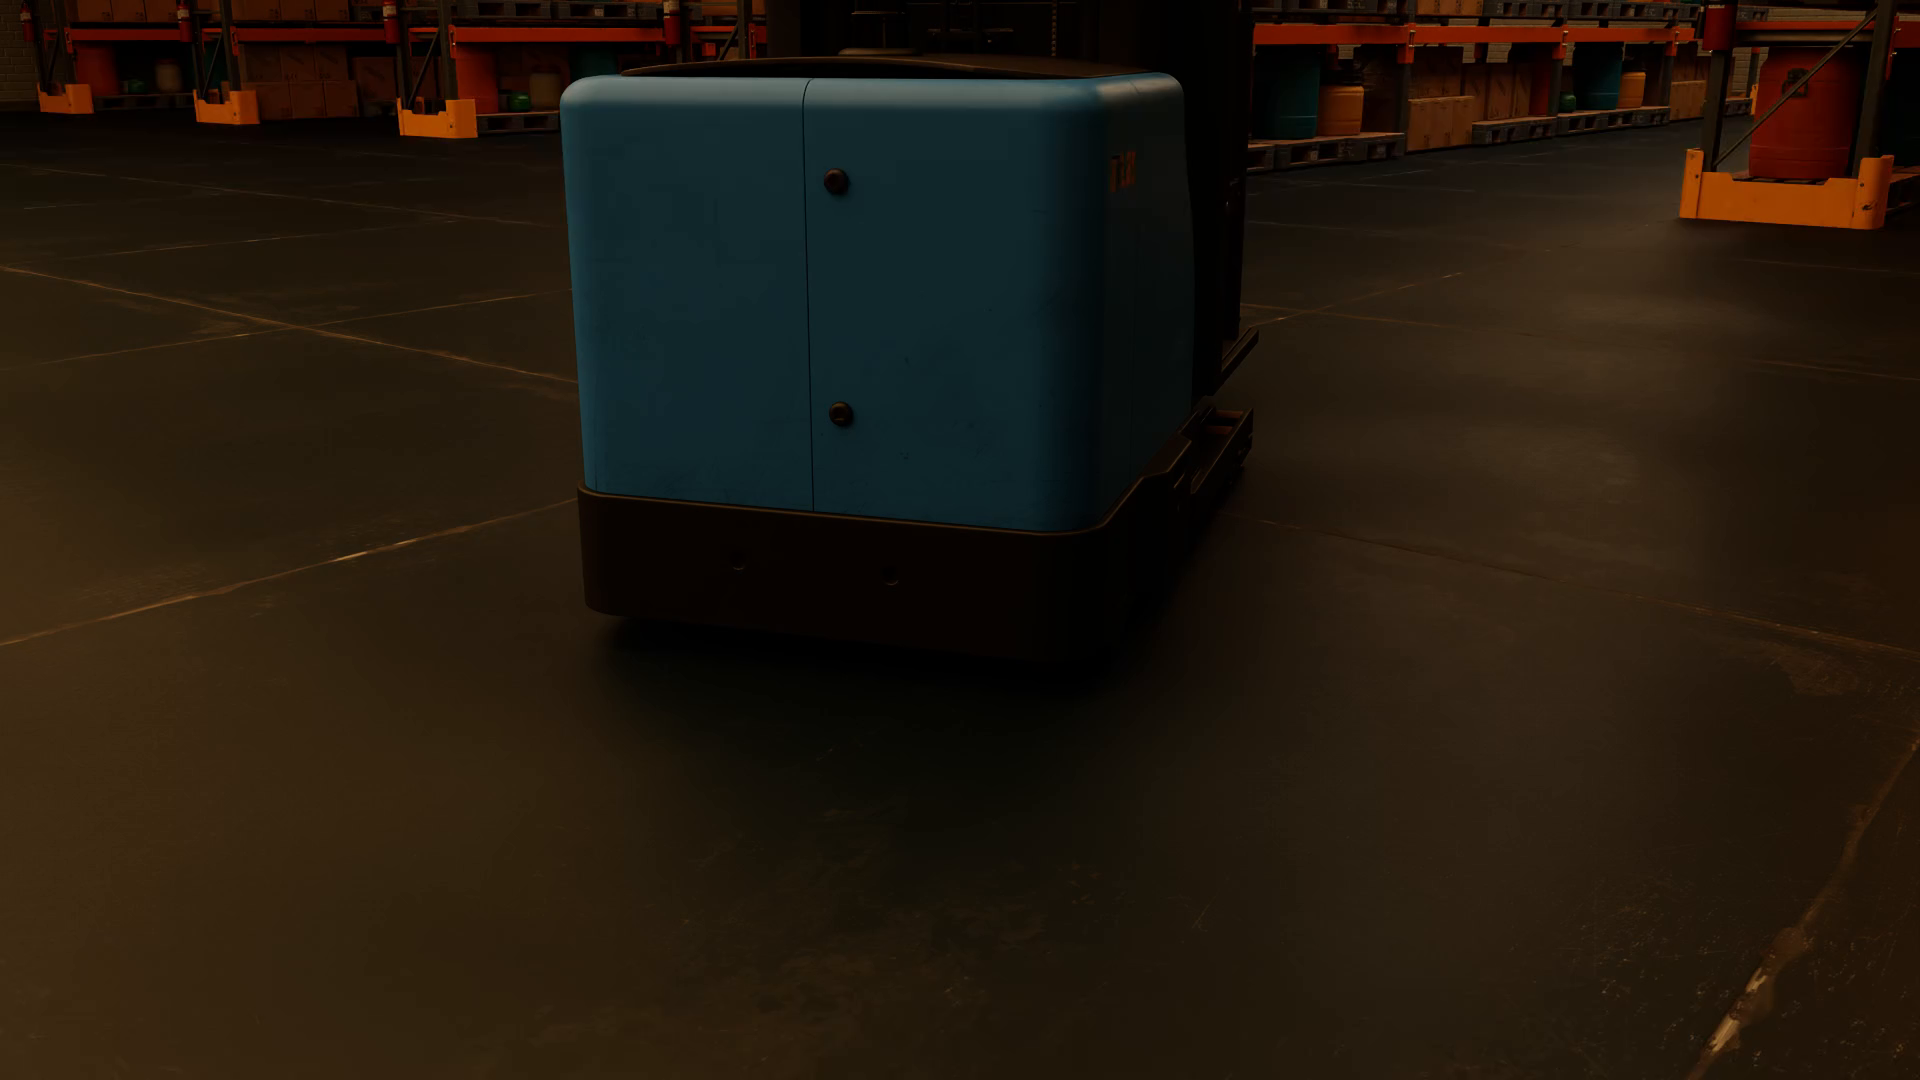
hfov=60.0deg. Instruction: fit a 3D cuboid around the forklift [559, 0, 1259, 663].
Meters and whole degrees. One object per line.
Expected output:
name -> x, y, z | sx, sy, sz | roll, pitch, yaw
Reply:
forklift -> 0.182, -1.571, 4.072 | 1.130, 2.935, 3.031 | 5, 18, 17
